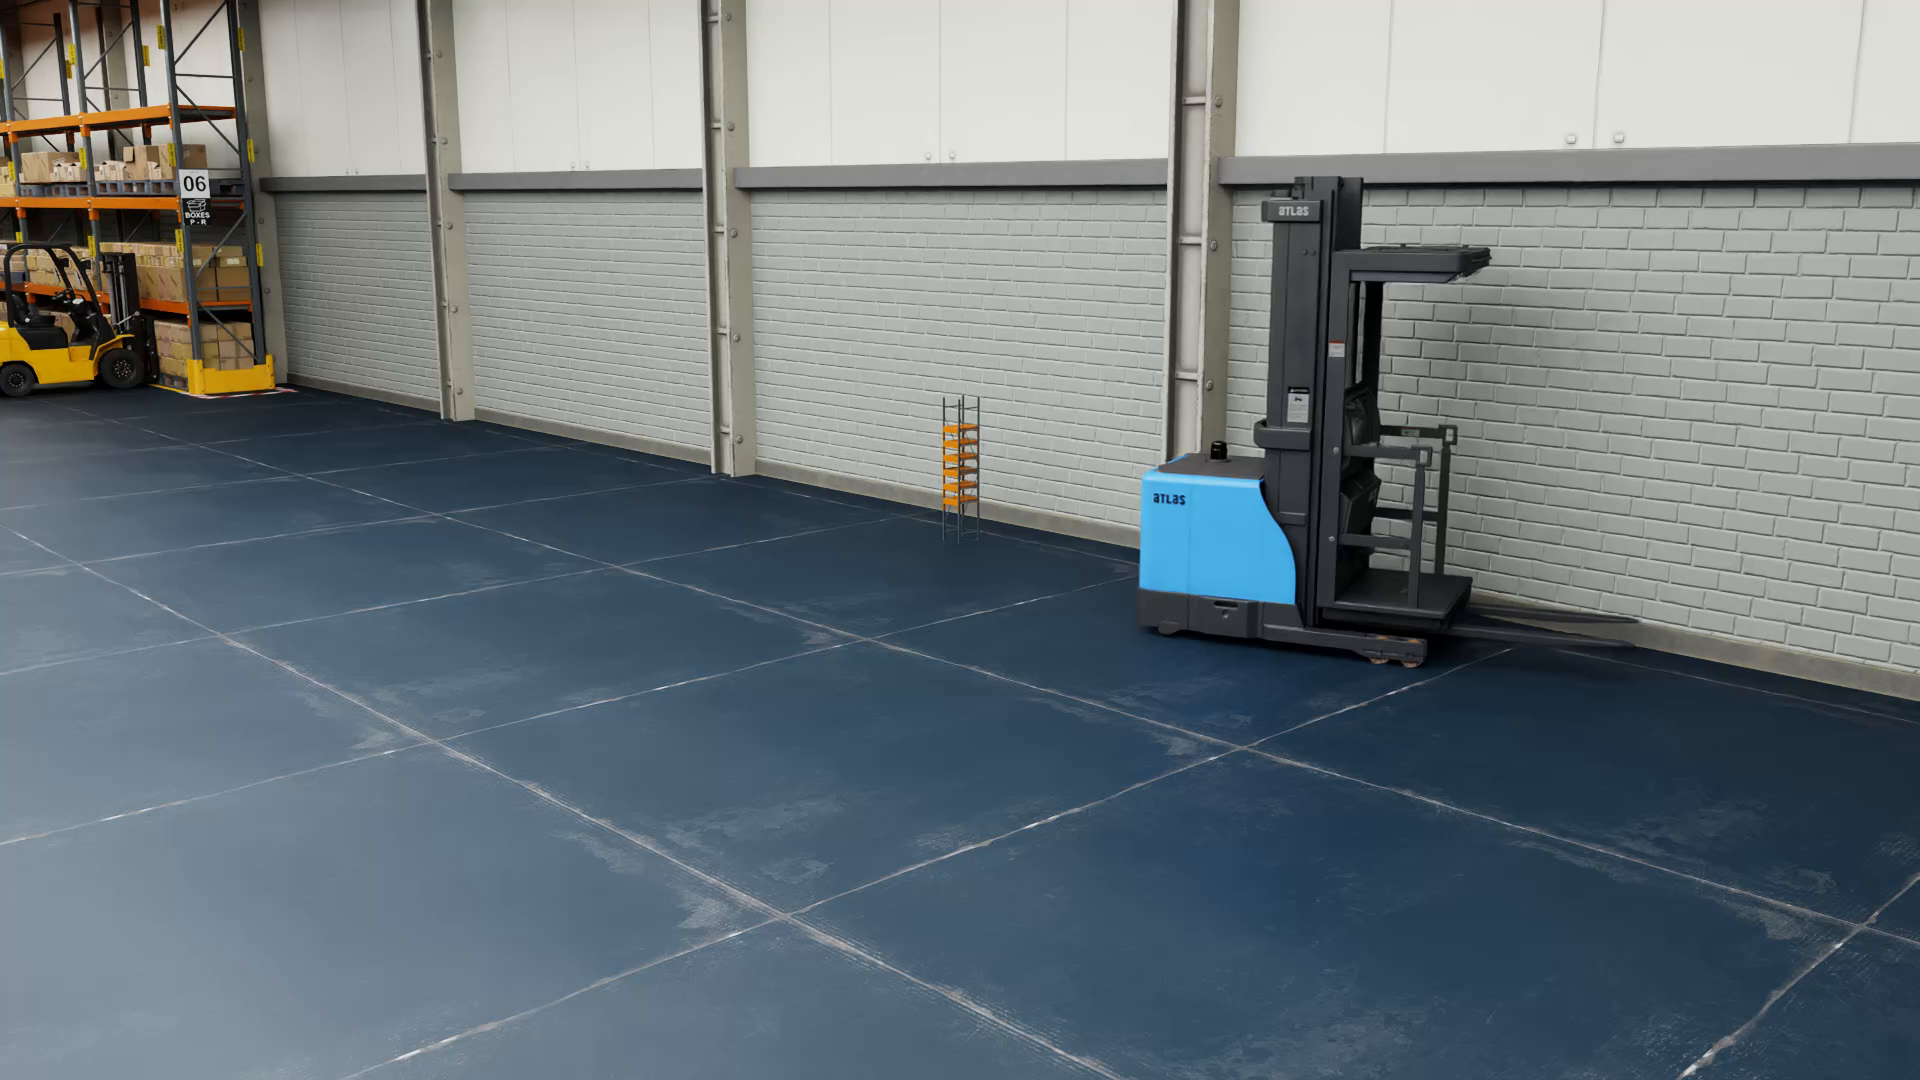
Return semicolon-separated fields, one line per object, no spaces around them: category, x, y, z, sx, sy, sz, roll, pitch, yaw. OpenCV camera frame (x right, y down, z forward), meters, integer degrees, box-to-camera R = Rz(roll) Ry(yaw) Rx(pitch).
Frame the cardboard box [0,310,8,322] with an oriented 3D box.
cardboard box;-17.847;-4.092;31.494;0.500;0.500;0.500;11;16;43

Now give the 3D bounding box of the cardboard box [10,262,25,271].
cardboard box;-17.057;-4.980;30.233;0.380;0.149;0.250;-11;16;-42

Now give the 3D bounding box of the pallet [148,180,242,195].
pallet;-11.271;-5.220;24.602;1.003;0.211;1.213;-11;16;-43

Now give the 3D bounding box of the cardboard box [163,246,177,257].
cardboard box;-11.594;-4.289;24.704;0.380;0.149;0.250;-10;16;-41

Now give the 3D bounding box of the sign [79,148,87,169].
sign;-13.949;-6.071;26.450;0.100;0.325;0.005;-11;16;-43

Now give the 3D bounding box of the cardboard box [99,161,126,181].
cardboard box;-13.165;-5.796;26.110;0.500;0.311;0.500;-10;16;-41

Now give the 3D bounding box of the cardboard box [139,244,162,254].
cardboard box;-12.426;-4.485;25.655;0.380;0.149;0.250;-11;16;-42

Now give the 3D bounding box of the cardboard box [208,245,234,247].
cardboard box;-11.017;-4.326;24.885;0.380;0.149;0.250;-10;15;-41

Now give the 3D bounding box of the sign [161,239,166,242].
sign;-13.163;-4.812;27.492;0.100;0.325;0.005;-11;16;-43

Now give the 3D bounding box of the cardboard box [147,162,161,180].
cardboard box;-11.768;-5.461;24.597;0.396;0.266;0.258;-11;16;-42

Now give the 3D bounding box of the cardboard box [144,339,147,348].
cardboard box;-12.417;-3.040;25.766;0.500;0.250;0.500;-11;16;-43

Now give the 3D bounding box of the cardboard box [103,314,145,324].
cardboard box;-13.456;-3.506;26.790;0.500;0.250;0.500;-11;16;-43

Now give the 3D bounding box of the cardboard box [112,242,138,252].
cardboard box;-13.299;-4.673;26.566;0.380;0.149;0.250;-11;16;-42

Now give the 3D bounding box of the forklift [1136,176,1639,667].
forklift;2.719;-0.782;10.443;3.031;2.935;1.130;5;13;24

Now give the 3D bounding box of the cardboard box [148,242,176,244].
cardboard box;-12.789;-4.700;26.699;0.380;0.149;0.250;-11;16;-43

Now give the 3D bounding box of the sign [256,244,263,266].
sign;-10.396;-4.227;24.653;0.100;0.325;0.005;-11;16;-43

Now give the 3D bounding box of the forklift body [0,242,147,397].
forklift body;-13.430;-3.295;24.572;2.313;2.155;1.214;-11;16;-43

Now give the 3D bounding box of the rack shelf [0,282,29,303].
rack shelf;-17.707;-4.795;31.534;1.077;0.370;4.000;-11;16;-43

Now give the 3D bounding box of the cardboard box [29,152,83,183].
cardboard box;-15.581;-6.429;28.711;0.700;0.500;0.500;-11;16;-44

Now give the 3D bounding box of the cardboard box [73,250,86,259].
cardboard box;-14.560;-4.755;27.703;0.250;0.149;0.380;11;16;43

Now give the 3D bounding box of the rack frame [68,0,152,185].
rack frame;-13.563;-7.210;26.605;1.000;3.000;0.127;-11;16;-43

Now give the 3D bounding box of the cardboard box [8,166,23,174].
cardboard box;-16.777;-6.601;29.730;0.380;0.149;0.250;-10;15;-41

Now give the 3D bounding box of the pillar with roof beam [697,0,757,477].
pillar with roof beam;-5.457;-4.502;13.462;9.100;9.000;0.400;-11;16;-43

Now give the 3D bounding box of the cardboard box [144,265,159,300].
cardboard box;-12.037;-3.924;25.275;0.500;0.500;0.500;-11;16;-44

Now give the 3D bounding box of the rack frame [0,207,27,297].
rack frame;-19.088;-5.439;32.878;1.000;3.000;0.127;-11;16;-43

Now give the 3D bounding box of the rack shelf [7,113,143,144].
rack shelf;-14.945;-6.953;28.135;1.077;0.370;4.000;-11;16;-43

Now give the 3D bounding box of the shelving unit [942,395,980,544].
shelving unit;0.010;-0.586;13.780;0.258;1.200;0.189;-11;16;-43

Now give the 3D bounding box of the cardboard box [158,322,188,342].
cardboard box;-11.702;-3.134;24.984;0.500;0.250;0.500;-11;16;-42

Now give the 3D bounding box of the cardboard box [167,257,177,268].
cardboard box;-11.441;-4.099;24.519;0.380;0.149;0.250;-11;16;-42

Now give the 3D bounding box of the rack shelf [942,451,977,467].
rack shelf;0.010;-0.660;13.765;0.258;0.103;0.180;-11;16;-43

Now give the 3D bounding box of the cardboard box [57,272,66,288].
cardboard box;-15.135;-4.459;28.491;0.500;0.250;0.500;-10;15;-41

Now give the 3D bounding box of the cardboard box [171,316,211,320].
cardboard box;-12.030;-3.356;26.061;0.500;0.250;0.500;-11;16;-44

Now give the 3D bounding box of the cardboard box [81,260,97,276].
cardboard box;-14.087;-4.479;27.350;0.500;0.250;0.500;-11;16;-44

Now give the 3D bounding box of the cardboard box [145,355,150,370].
cardboard box;-12.405;-2.792;25.803;0.500;0.250;0.500;-10;15;-41

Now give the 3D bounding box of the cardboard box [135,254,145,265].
cardboard box;-12.480;-4.327;25.623;0.380;0.149;0.250;-11;16;-44

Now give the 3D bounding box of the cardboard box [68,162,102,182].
cardboard box;-14.239;-6.023;27.212;0.500;0.311;0.500;11;16;43

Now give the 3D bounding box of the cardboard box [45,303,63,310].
cardboard box;-16.854;-4.342;31.097;0.380;0.149;0.250;-11;16;-42

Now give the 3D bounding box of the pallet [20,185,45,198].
pallet;-15.792;-6.145;29.340;1.213;0.211;1.003;-10;15;-40

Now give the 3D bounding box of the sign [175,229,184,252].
sign;-11.203;-4.297;23.879;0.100;0.325;0.005;-11;16;-43

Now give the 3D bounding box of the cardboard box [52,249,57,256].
cardboard box;-15.420;-4.947;28.637;0.380;0.149;0.250;-10;16;-41

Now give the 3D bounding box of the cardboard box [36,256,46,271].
cardboard box;-15.851;-4.855;29.174;0.500;0.250;0.500;-10;15;-41
